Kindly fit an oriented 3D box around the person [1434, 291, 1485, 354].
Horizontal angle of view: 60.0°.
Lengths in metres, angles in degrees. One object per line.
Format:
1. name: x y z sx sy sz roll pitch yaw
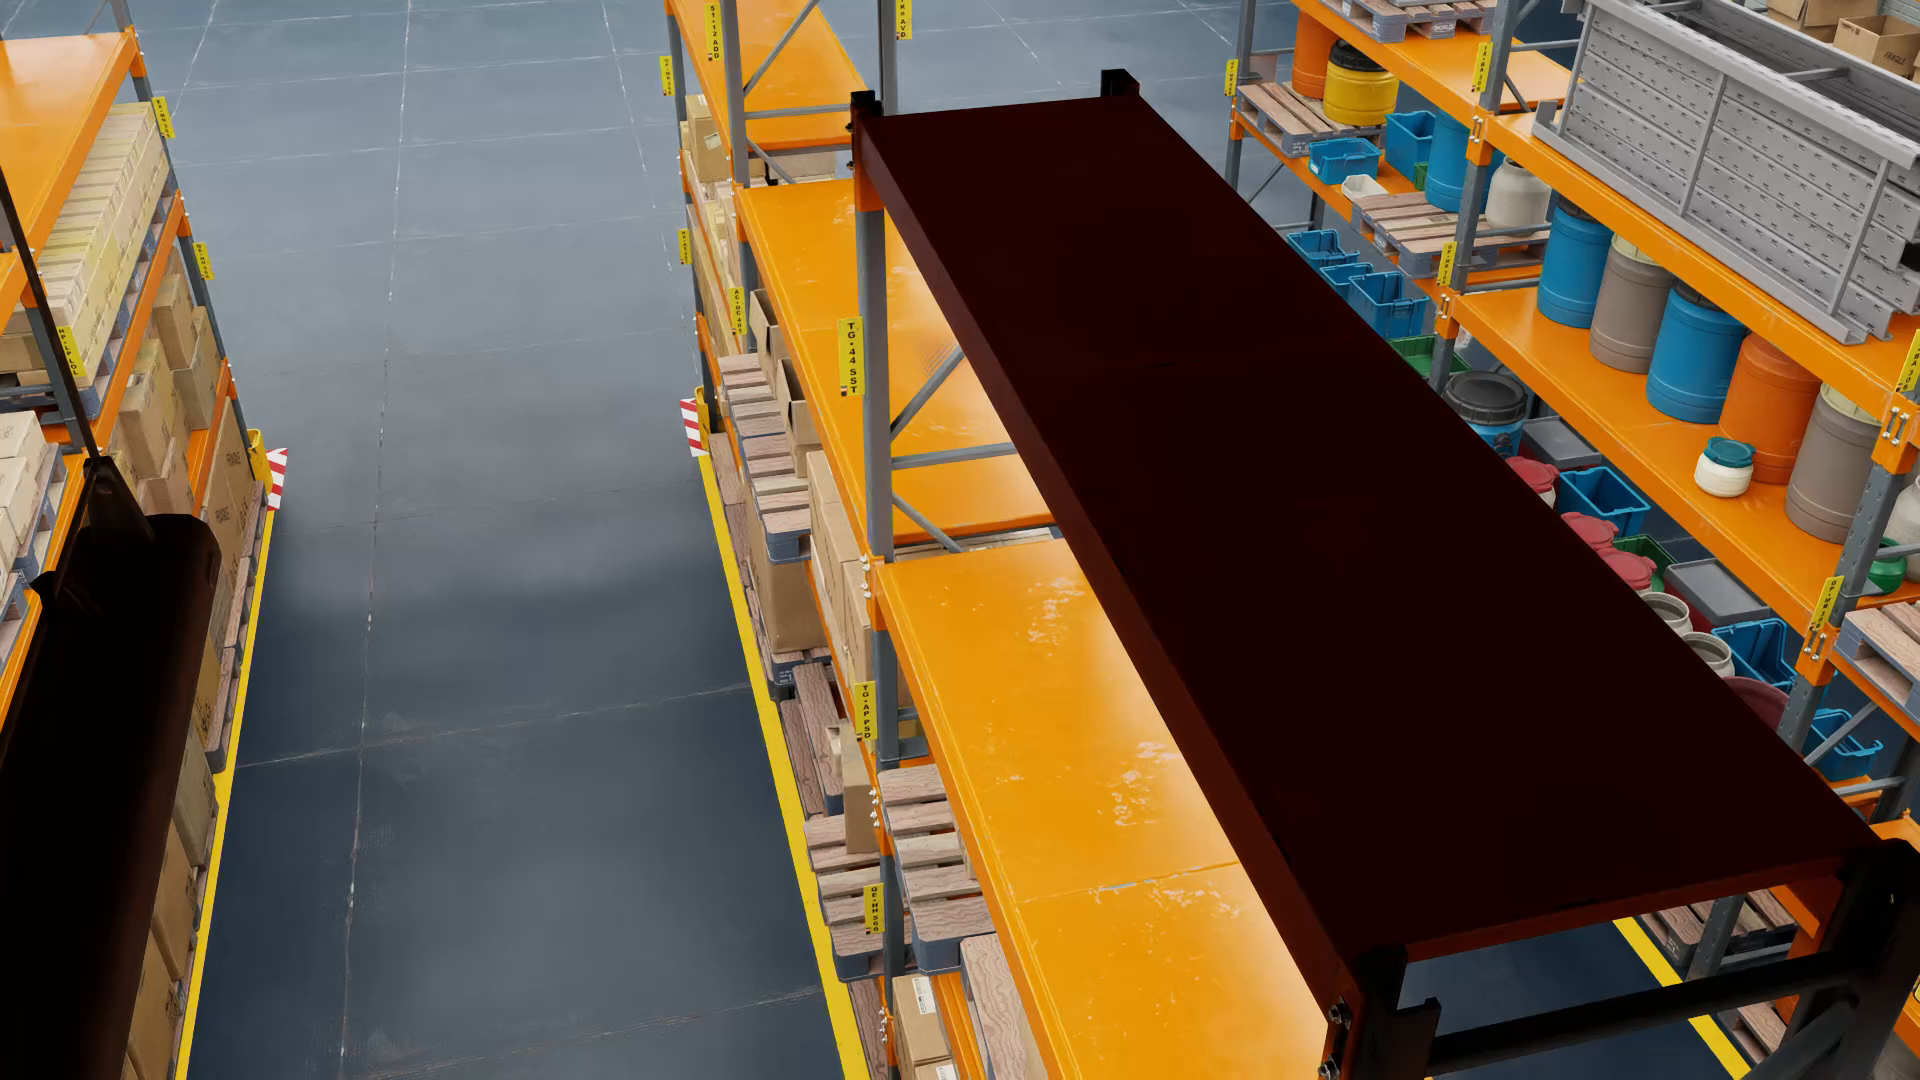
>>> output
1. person: 4.654 -2.098 15.619 0.482 1.813 0.680 2 34 3
